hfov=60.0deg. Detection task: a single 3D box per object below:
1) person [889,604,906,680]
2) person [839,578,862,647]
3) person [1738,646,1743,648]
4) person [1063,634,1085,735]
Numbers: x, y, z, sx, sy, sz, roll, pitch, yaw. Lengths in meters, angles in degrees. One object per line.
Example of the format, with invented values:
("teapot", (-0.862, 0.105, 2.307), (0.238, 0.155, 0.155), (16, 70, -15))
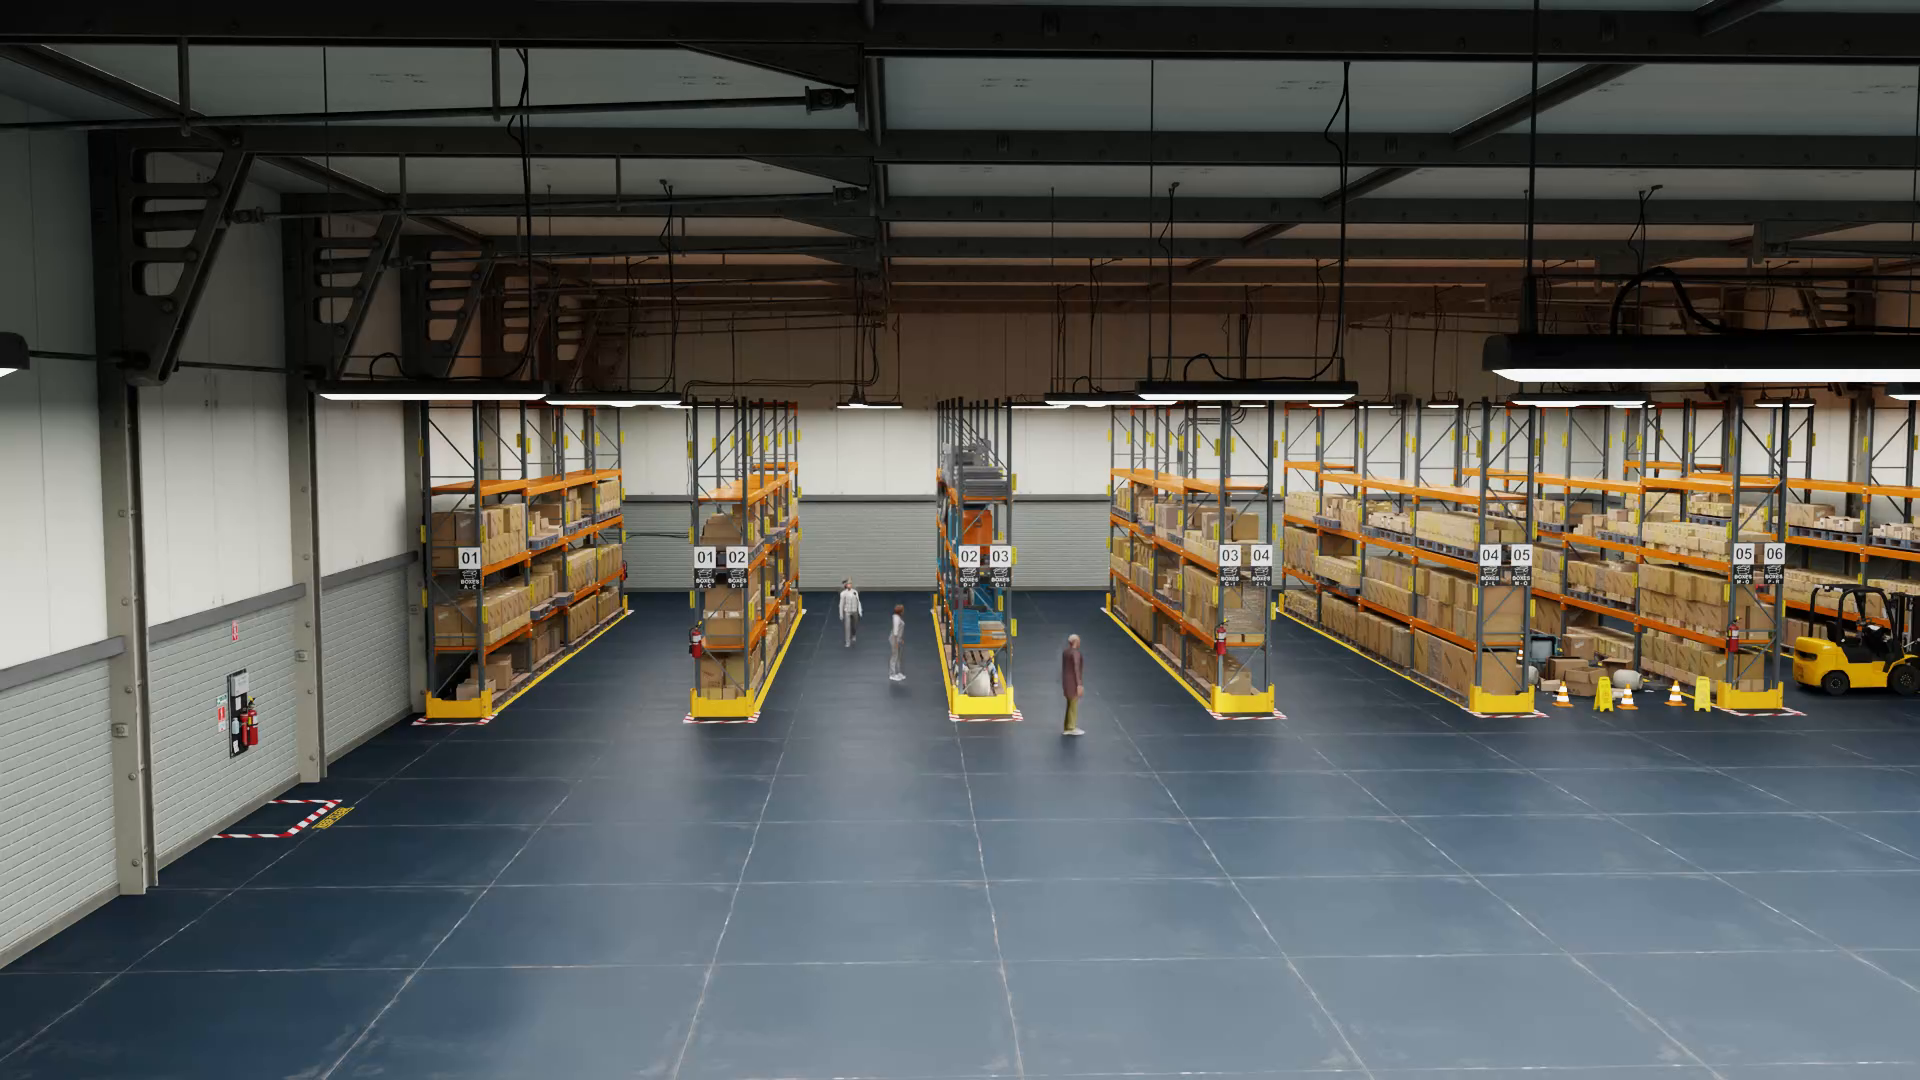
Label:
("person", (-1.338, 2.156, 35.228), (0.356, 1.609, 0.432), (0, 4, 3))
("person", (-2.666, 1.739, 40.359), (0.545, 1.640, 0.956), (-1, 4, -7))
("person", (18.264, 1.805, 39.111), (0.617, 1.822, 0.542), (-1, 5, -15))
("person", (2.047, 2.579, 29.503), (0.462, 1.819, 0.687), (-1, 5, -17))
